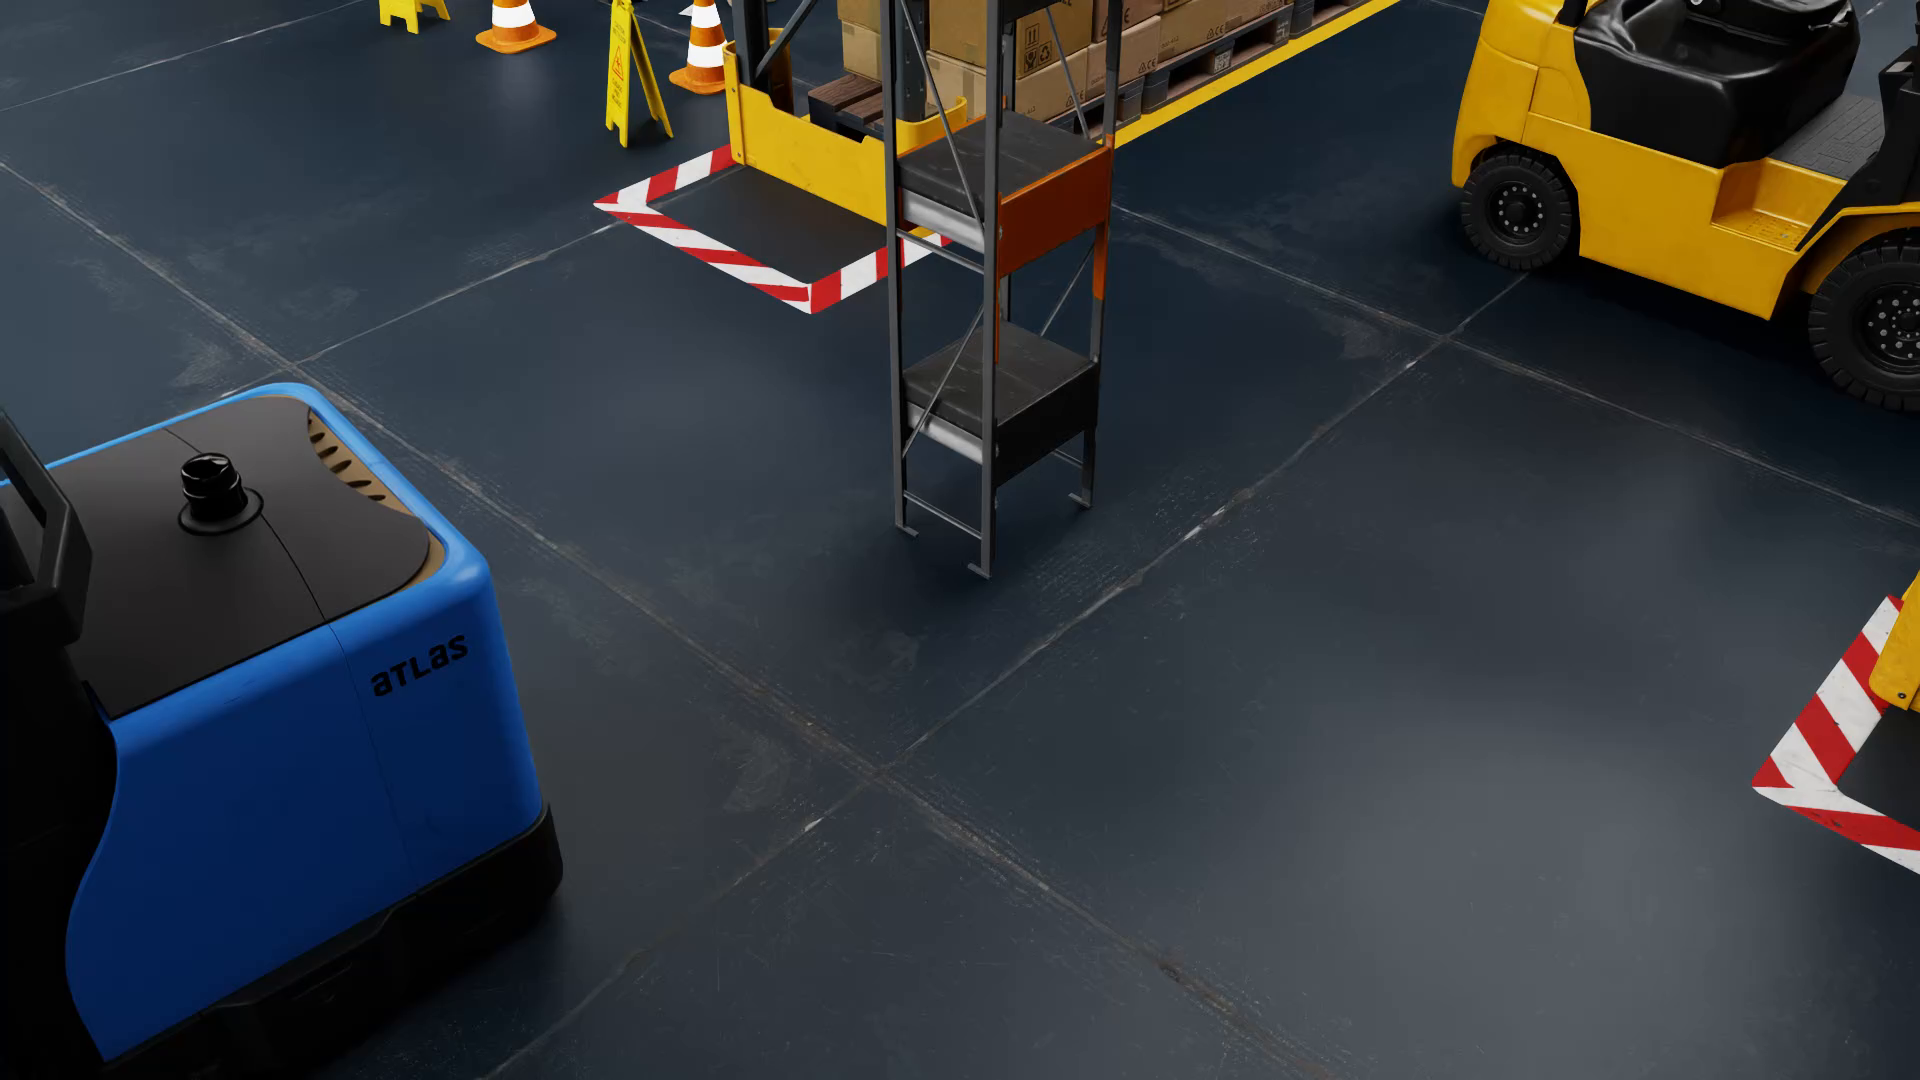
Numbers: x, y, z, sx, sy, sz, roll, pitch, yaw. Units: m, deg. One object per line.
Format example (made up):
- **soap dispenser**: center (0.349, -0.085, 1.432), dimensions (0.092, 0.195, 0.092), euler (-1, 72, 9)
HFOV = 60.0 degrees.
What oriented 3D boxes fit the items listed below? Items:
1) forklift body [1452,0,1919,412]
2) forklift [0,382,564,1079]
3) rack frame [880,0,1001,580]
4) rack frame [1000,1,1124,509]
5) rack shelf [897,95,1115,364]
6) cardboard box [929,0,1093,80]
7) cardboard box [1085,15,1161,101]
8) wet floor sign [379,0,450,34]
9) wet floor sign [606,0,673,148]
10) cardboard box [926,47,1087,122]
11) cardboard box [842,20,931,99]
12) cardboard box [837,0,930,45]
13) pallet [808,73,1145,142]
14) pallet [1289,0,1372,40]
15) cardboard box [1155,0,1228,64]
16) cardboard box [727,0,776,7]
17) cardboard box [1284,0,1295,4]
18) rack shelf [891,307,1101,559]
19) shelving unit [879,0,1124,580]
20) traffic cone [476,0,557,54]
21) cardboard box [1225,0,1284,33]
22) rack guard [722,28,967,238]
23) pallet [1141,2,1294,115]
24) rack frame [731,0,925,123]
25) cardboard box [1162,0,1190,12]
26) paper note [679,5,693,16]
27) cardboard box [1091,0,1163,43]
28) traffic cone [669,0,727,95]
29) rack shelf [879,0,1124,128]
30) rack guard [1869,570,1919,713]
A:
- **forklift body**: center (3.054, -1.900, 5.911), dimensions (2.313, 2.155, 1.214), euler (30, 47, 32)
- **forklift**: center (-2.426, 0.109, 2.758), dimensions (3.031, 2.935, 1.130), euler (-28, 46, -31)
- **rack frame**: center (-0.053, -0.786, 4.551), dimensions (0.400, 2.100, 0.015), euler (30, 47, 32)
- **rack frame**: center (0.276, -1.010, 4.833), dimensions (0.400, 2.100, 0.015), euler (30, 47, 32)
- **rack shelf**: center (0.112, -0.887, 4.701), dimensions (0.431, 0.518, 0.480), euler (30, 47, 32)
- **cardboard box**: center (0.218, -2.324, 7.032), dimensions (0.500, 0.500, 0.500), euler (28, 46, 31)
- **cardboard box**: center (0.553, -2.251, 7.543), dimensions (0.500, 0.250, 0.500), euler (31, 48, 33)
- **wet floor sign**: center (-2.825, -2.943, 8.433), dimensions (0.267, 0.644, 0.232), euler (22, 43, 25)
- **wet floor sign**: center (-1.463, -2.118, 7.395), dimensions (0.232, 0.644, 0.267), euler (-18, 42, -21)
- **cardboard box**: center (0.203, -2.020, 7.252), dimensions (0.500, 0.250, 0.500), euler (29, 47, 32)
- **cardboard box**: center (-0.183, -2.261, 7.555), dimensions (0.500, 0.250, 0.500), euler (29, 47, 32)
- **cardboard box**: center (-0.197, -2.536, 7.299), dimensions (0.500, 0.500, 0.500), euler (30, 47, 32)
- **pallet**: center (0.080, -1.979, 7.569), dimensions (1.003, 0.211, 1.213), euler (30, 47, 32)
- **pallet**: center (1.726, -3.100, 8.979), dimensions (1.003, 0.211, 1.213), euler (30, 47, 32)
- **cardboard box**: center (0.912, -2.507, 7.865), dimensions (0.500, 0.250, 0.500), euler (-31, 48, -33)
- **cardboard box**: center (-1.153, -3.011, 8.917), dimensions (0.250, 0.149, 0.380), euler (-11, 40, -14)
- **cardboard box**: center (1.601, -2.970, 8.446), dimensions (0.500, 0.250, 0.500), euler (28, 46, 31)
- **rack shelf**: center (0.112, -0.339, 5.136), dimensions (0.431, 0.518, 0.480), euler (30, 47, 32)
- **shelving unit**: center (0.112, -0.898, 4.692), dimensions (0.431, 2.100, 0.503), euler (30, 47, 32)
- **traffic cone**: center (-2.256, -2.733, 8.316), dimensions (0.336, 0.463, 0.334), euler (30, 47, 32)
- **cardboard box**: center (1.254, -2.738, 8.155), dimensions (0.500, 0.250, 0.500), euler (30, 48, 32)
- **rack guard**: center (-0.494, -1.734, 7.029), dimensions (1.175, 0.500, 0.348), euler (30, 47, 32)
- **pallet**: center (0.903, -2.537, 8.271), dimensions (1.003, 0.211, 1.213), euler (30, 47, 32)
- **rack frame**: center (-0.545, -2.677, 6.207), dimensions (1.000, 3.000, 0.127), euler (30, 47, 32)
- **cardboard box**: center (0.912, -2.793, 7.622), dimensions (0.500, 0.500, 0.500), euler (31, 48, 33)
- **paper note**: center (-1.377, -2.785, 8.728), dimensions (0.148, 0.019, 0.142), euler (14, 41, 17)
- **cardboard box**: center (0.568, -2.566, 7.337), dimensions (0.500, 0.500, 0.500), euler (28, 46, 30)
- **traffic cone**: center (-1.208, -2.423, 7.926), dimensions (0.336, 0.463, 0.334), euler (30, 47, 32)
- **rack shelf**: center (0.112, -1.435, 4.265), dimensions (0.431, 0.518, 0.480), euler (30, 47, 32)
- **rack guard**: center (3.105, 0.395, 4.352), dimensions (1.175, 0.500, 0.348), euler (30, 47, 32)
